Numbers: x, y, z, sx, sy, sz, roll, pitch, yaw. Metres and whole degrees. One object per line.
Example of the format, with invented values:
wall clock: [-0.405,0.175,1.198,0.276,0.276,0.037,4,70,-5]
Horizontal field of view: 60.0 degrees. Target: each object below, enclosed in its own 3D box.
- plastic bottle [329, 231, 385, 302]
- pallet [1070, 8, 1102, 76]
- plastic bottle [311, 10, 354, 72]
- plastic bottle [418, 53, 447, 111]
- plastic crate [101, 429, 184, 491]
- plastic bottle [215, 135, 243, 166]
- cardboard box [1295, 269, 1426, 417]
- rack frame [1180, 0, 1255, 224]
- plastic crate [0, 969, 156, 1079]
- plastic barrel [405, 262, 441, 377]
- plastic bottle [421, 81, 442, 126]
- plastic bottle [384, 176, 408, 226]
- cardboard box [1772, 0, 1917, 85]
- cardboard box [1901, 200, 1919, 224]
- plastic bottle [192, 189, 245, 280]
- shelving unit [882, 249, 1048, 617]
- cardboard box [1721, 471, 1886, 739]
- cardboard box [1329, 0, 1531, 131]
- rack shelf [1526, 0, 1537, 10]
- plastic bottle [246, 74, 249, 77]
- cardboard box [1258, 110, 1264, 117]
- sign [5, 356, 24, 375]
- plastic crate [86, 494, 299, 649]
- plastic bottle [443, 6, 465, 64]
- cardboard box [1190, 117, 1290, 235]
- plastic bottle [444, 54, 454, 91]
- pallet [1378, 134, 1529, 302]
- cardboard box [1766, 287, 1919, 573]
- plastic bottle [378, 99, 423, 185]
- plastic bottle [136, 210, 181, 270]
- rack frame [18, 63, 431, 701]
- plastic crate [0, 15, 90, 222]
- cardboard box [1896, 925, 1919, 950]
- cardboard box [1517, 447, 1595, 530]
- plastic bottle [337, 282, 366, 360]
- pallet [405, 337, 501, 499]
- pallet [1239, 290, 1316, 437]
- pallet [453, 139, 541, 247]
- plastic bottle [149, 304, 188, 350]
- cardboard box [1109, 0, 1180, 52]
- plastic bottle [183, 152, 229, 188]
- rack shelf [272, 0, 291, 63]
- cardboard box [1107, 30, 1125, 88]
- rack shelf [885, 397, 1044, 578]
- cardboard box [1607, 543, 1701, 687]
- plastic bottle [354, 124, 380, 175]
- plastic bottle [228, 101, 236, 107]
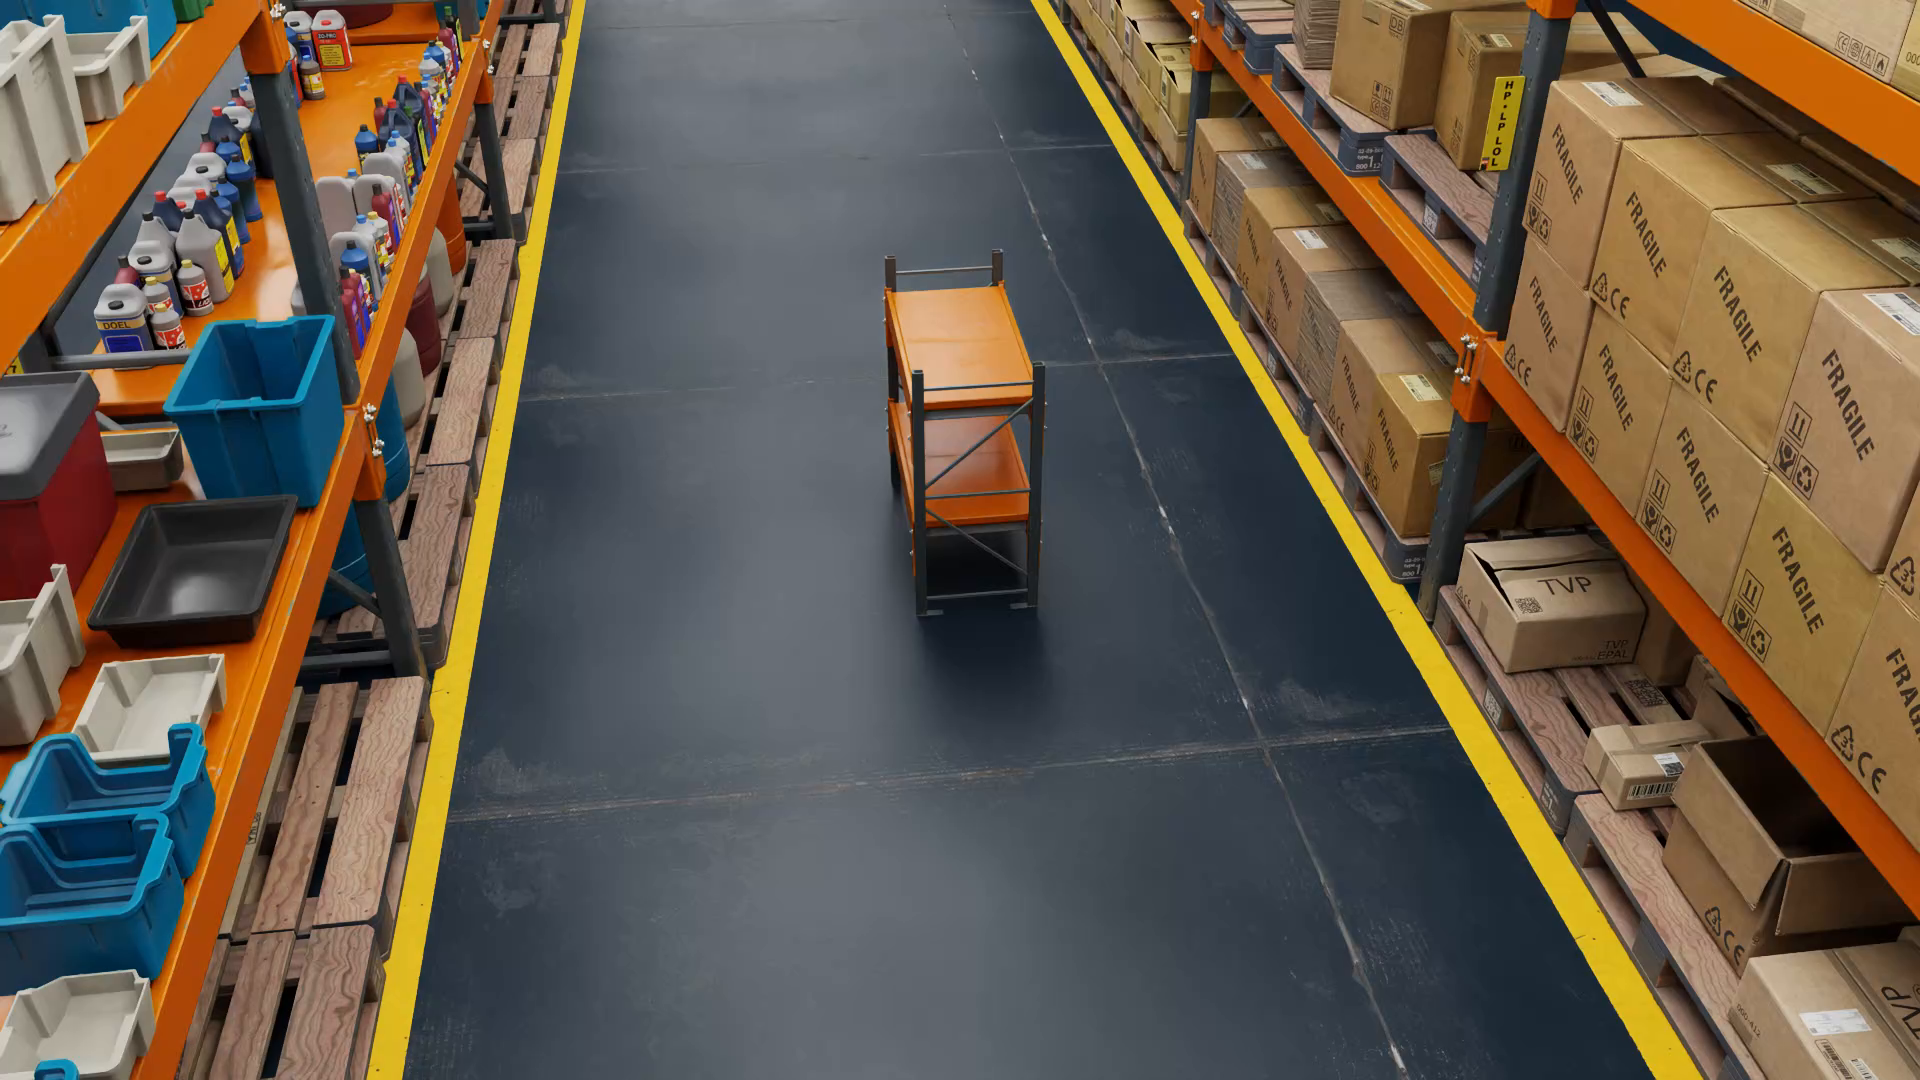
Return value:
plastic bottle: [-2.261,-1.038,6.219,0.152,0.276,0.135,-4,35,-6]
pallet: [1.444,-3.875,12.748,1.003,0.211,1.213,-4,35,-6]
plastic bottle: [-3.176,-2.524,8.400,0.152,0.276,0.135,-4,35,-6]
plastic bottle: [-2.507,-2.171,7.887,0.097,0.271,0.097,0,34,0]
plastic crate: [-2.606,-0.243,5.124,0.396,0.136,0.243,-4,35,-6]
plastic bottle: [-3.067,-1.571,7.007,0.097,0.271,0.097,0,34,0]
cardboard box: [1.906,-0.930,7.780,0.500,0.500,0.500,-4,34,-6]
rack frame: [1.844,-3.203,9.286,1.000,3.000,0.127,-4,35,-6]
plastic crate: [-1.748,0.992,3.311,0.250,0.136,0.298,-4,35,-6]
plastic barrel: [-2.831,-1.105,7.976,0.600,0.588,0.708,-4,35,-6]
plastic bottle: [-2.481,-2.034,7.747,0.097,0.201,0.097,0,34,0]
plastic bottle: [-2.325,-1.386,6.797,0.097,0.201,0.097,0,34,0]
cardboard box: [2.331,-1.300,3.963,0.500,0.250,0.500,-4,35,-6]
cardboard box: [2.845,-0.596,4.484,0.500,0.500,0.500,-4,34,-6]
plastic bottle: [-2.857,-1.180,6.361,0.144,0.351,0.185,-4,35,-6]
shelving unit: [0.001,-0.461,6.928,0.538,1.125,1.048,-4,35,-6]
cardboard box: [2.387,0.141,4.290,0.500,0.500,0.500,-5,35,-7]
cardboard box: [2.083,-2.167,7.304,0.700,0.500,0.500,-13,36,-18]
rack shelf: [2.113,-3.029,7.006,1.077,0.370,4.000,-4,35,-6]
plastic bottle: [-3.261,-2.050,7.699,0.061,0.283,0.133,-4,35,-6]
cardboard box: [2.064,-2.786,10.246,0.500,0.311,0.500,-3,34,-5]
sign: [-3.072,-0.671,5.326,0.100,0.325,0.005,-4,35,-6]
plastic crate: [-2.110,0.095,4.637,0.437,0.125,0.590,-4,35,-6]
plastic bottle: [-2.588,-2.588,8.488,0.061,0.283,0.133,-4,35,-6]
cardboard box: [1.622,-2.076,9.462,0.500,0.500,0.500,-3,34,-4]
plastic bottle: [-2.546,-2.305,8.146,0.097,0.201,0.097,0,34,0]
pallet: [2.382,-1.346,6.731,1.003,0.211,1.213,-4,35,-6]
cardboard box: [2.375,-0.278,4.018,0.500,0.500,0.500,-3,34,-5]
plastic bottle: [-2.411,-1.709,7.137,0.144,0.351,0.185,-4,35,-6]
plastic bottle: [-2.975,-1.065,6.194,0.144,0.351,0.185,-4,35,-6]
rack frame: [-2.527,-0.598,5.463,1.000,3.000,0.127,-4,35,-6]
plastic crate: [-1.981,-0.816,3.226,0.437,0.282,0.530,-4,35,-6]
cardboard box: [2.993,1.333,4.682,0.500,0.250,0.500,-4,35,-6]
cardboard box: [2.558,-0.408,7.014,0.500,0.500,0.500,-6,35,-9]
plastic bottle: [-2.154,-0.786,5.844,0.061,0.283,0.133,-4,35,-6]
pallet: [-2.757,-0.561,7.886,1.003,0.211,1.213,-4,35,-6]
pallet: [2.068,-0.952,8.459,1.003,0.211,1.213,-4,35,-6]
pallet: [-3.131,-2.113,10.163,1.003,0.211,1.213,-4,35,-6]
plastic bottle: [-2.779,-0.731,5.835,0.097,0.201,0.097,0,34,0]
cardboard box: [1.323,-3.597,11.435,0.500,0.311,0.500,-3,34,-5]
plastic bottle: [-3.067,-1.432,6.797,0.152,0.276,0.135,-4,35,-6]
rack shelf: [-2.796,-2.656,6.459,1.077,0.370,4.000,-4,35,-6]
cardboard box: [1.322,-3.370,11.601,0.500,0.250,0.500,-4,34,-5]
rack shelf: [0.001,-0.259,7.065,0.538,0.278,1.000,-4,35,-6]
cardboard box: [2.739,0.177,6.156,0.500,0.500,0.500,-4,35,-6]
plastic bottle: [-2.525,-1.642,7.111,0.097,0.271,0.097,0,34,0]
plastic bottle: [-3.183,-1.799,7.341,0.097,0.271,0.097,0,34,0]
